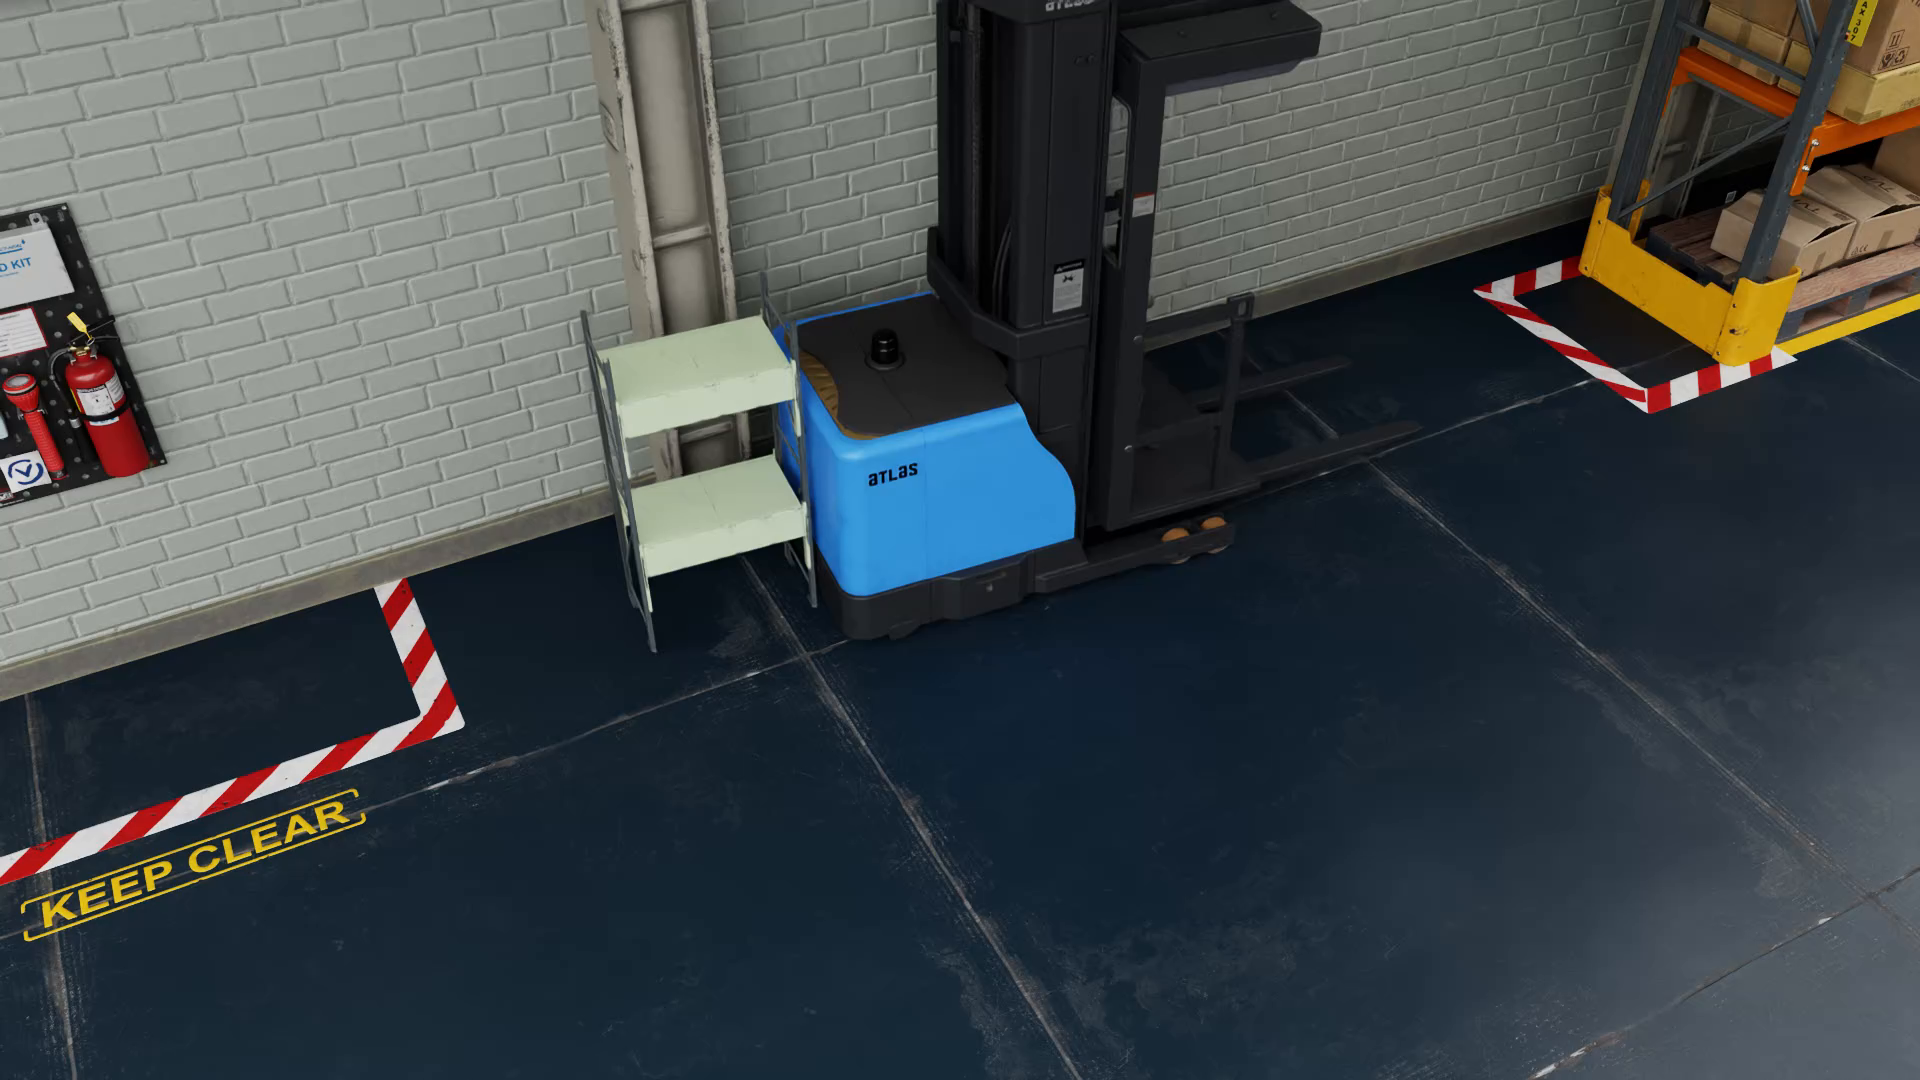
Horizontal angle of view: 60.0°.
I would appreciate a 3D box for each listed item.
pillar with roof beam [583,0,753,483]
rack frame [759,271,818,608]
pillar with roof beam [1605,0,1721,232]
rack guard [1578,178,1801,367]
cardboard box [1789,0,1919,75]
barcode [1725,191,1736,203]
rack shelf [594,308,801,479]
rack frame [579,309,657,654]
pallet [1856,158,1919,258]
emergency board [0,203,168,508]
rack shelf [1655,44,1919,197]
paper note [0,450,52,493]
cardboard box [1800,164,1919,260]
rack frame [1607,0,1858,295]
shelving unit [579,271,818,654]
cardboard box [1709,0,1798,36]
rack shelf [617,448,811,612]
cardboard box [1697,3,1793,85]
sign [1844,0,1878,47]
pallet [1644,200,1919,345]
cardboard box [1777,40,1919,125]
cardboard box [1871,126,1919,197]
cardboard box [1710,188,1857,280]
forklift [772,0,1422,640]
[{"bbox_3d":[0.783,-1.151,2.134,0.400,9.000,9.100,-19,44,-21],"label":"pillar with roof beam"},{"bbox_3d":[-0.720,-0.390,7.039,0.023,1.500,0.400,-15,43,-17],"label":"rack frame"},{"bbox_3d":[6.104,-2.942,4.249,0.400,9.000,9.100,-19,44,-21],"label":"pillar with roof beam"},{"bbox_3d":[3.962,-1.483,9.104,0.348,0.500,1.175,-19,44,-21],"label":"rack guard"},{"bbox_3d":[4.457,-2.621,8.034,0.500,0.500,0.500,-19,44,-21],"label":"cardboard box"},{"bbox_3d":[4.381,-1.949,9.453,0.075,0.075,0.001,-19,44,-21],"label":"barcode"},{"bbox_3d":[-1.057,-0.595,6.677,0.720,0.370,0.431,-15,43,-17],"label":"rack shelf"},{"bbox_3d":[-1.393,-0.204,6.819,0.023,1.500,0.400,-15,43,-17],"label":"rack frame"},{"bbox_3d":[5.779,-1.957,9.887,1.213,0.211,1.003,-19,44,-21],"label":"pallet"},{"bbox_3d":[-3.415,-0.613,6.141,0.643,1.169,0.194,-19,44,-21],"label":"emergency board"},{"bbox_3d":[5.668,-2.737,9.207,4.000,0.370,1.077,-19,44,-21],"label":"rack shelf"},{"bbox_3d":[-3.604,-0.263,6.410,0.142,0.148,0.016,-19,44,-21],"label":"paper note"},{"bbox_3d":[5.055,-1.881,9.380,0.500,0.311,0.500,-15,43,-17],"label":"cardboard box"},{"bbox_3d":[3.894,-2.414,8.270,0.127,3.000,1.000,-19,44,-21],"label":"rack frame"},{"bbox_3d":[-1.057,-0.297,6.929,0.755,1.500,0.431,-15,43,-17],"label":"shelving unit"},{"bbox_3d":[4.214,-2.914,8.379,0.500,0.500,0.500,-19,44,-21],"label":"cardboard box"},{"bbox_3d":[-1.057,-0.048,7.140,0.720,0.370,0.431,-15,43,-17],"label":"rack shelf"},{"bbox_3d":[4.219,-2.615,8.608,0.500,0.250,0.500,-18,43,-20],"label":"cardboard box"},{"bbox_3d":[4.145,-2.434,7.623,0.005,0.325,0.100,-19,44,-21],"label":"sign"},{"bbox_3d":[4.699,-1.595,9.460,1.213,0.211,1.003,-19,44,-21],"label":"pallet"},{"bbox_3d":[4.474,-2.329,8.269,0.500,0.250,0.500,-20,44,-22],"label":"cardboard box"},{"bbox_3d":[5.729,-2.144,9.544,0.500,0.500,0.700,-21,45,-23],"label":"cardboard box"},{"bbox_3d":[4.549,-1.711,9.179,0.500,0.311,0.500,-24,46,-25],"label":"cardboard box"},{"bbox_3d":[0.715,-1.308,7.016,3.031,2.935,1.130,-15,43,-17],"label":"forklift"}]
